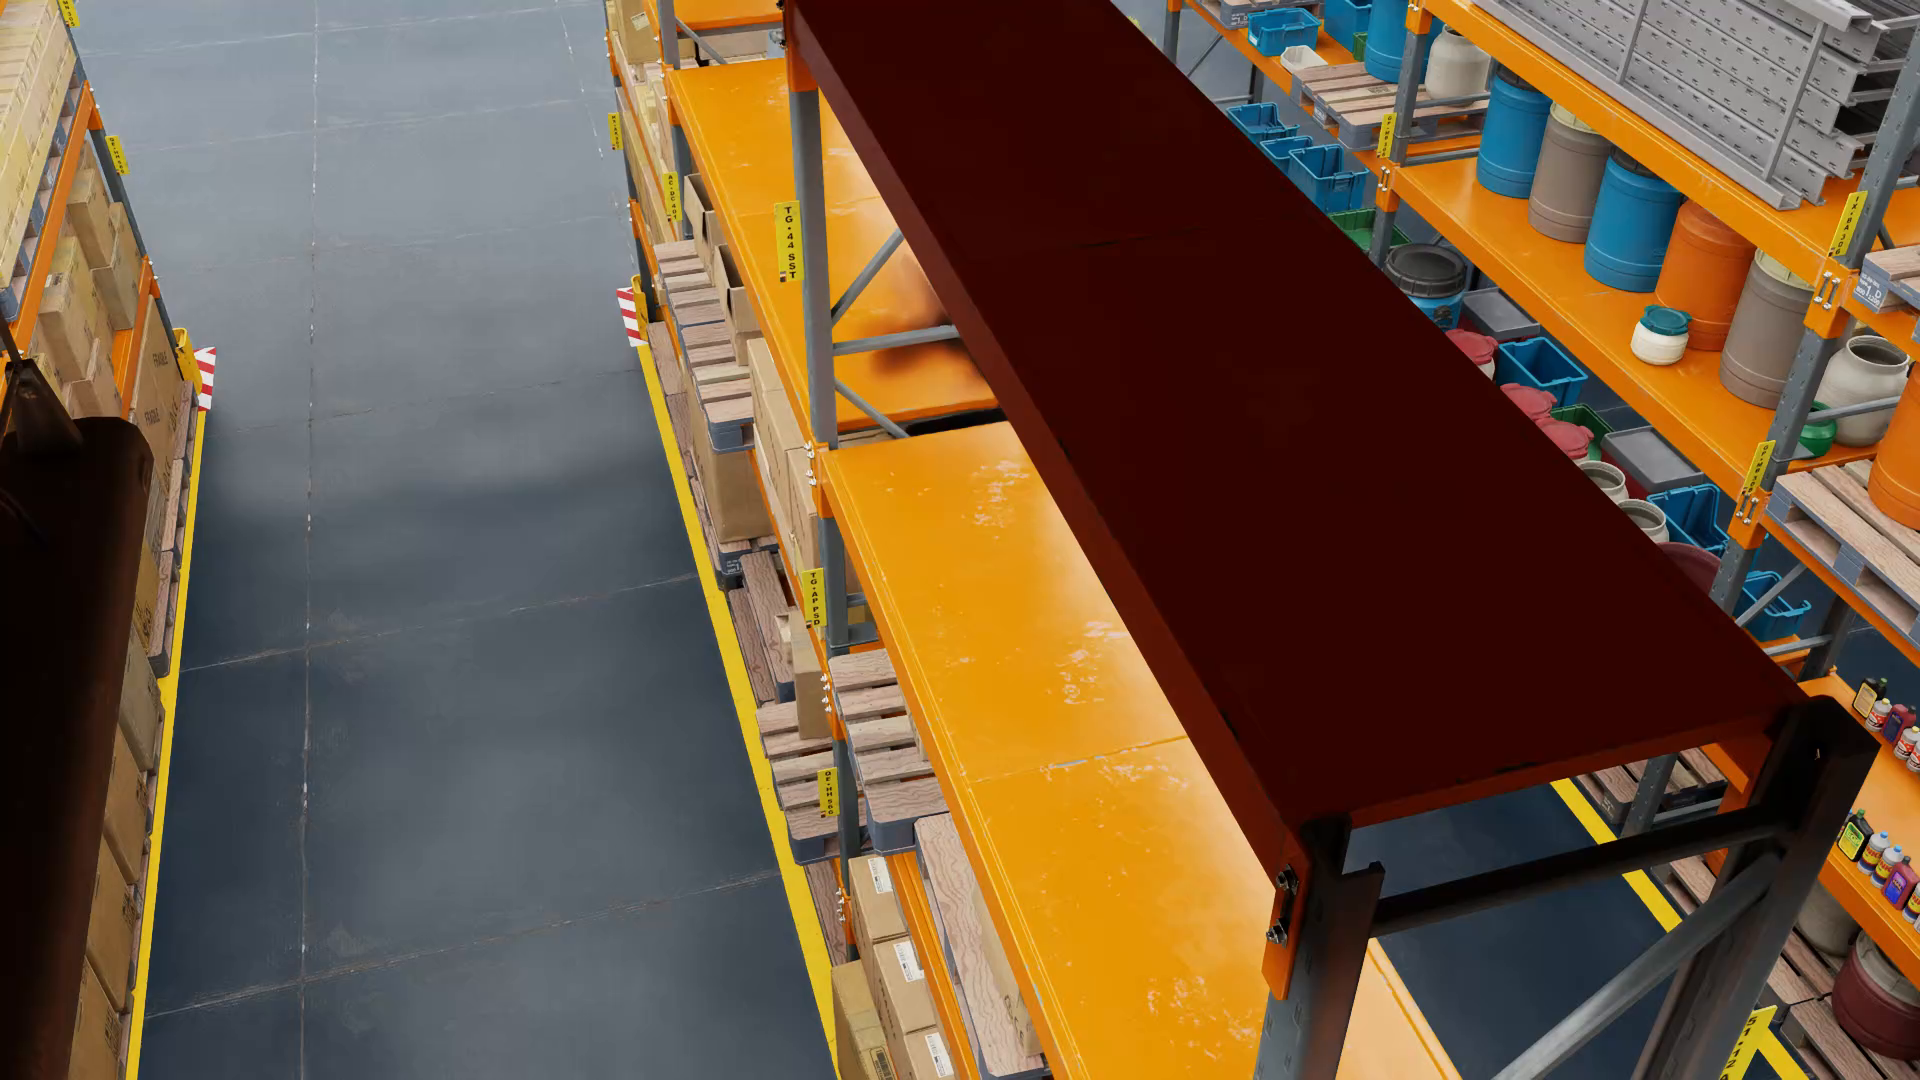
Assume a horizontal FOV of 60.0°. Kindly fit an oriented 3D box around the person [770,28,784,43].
[{"bbox_3d":[-1.978,-6.242,19.283,0.644,1.755,0.706,8,39,10],"label":"person"}]
